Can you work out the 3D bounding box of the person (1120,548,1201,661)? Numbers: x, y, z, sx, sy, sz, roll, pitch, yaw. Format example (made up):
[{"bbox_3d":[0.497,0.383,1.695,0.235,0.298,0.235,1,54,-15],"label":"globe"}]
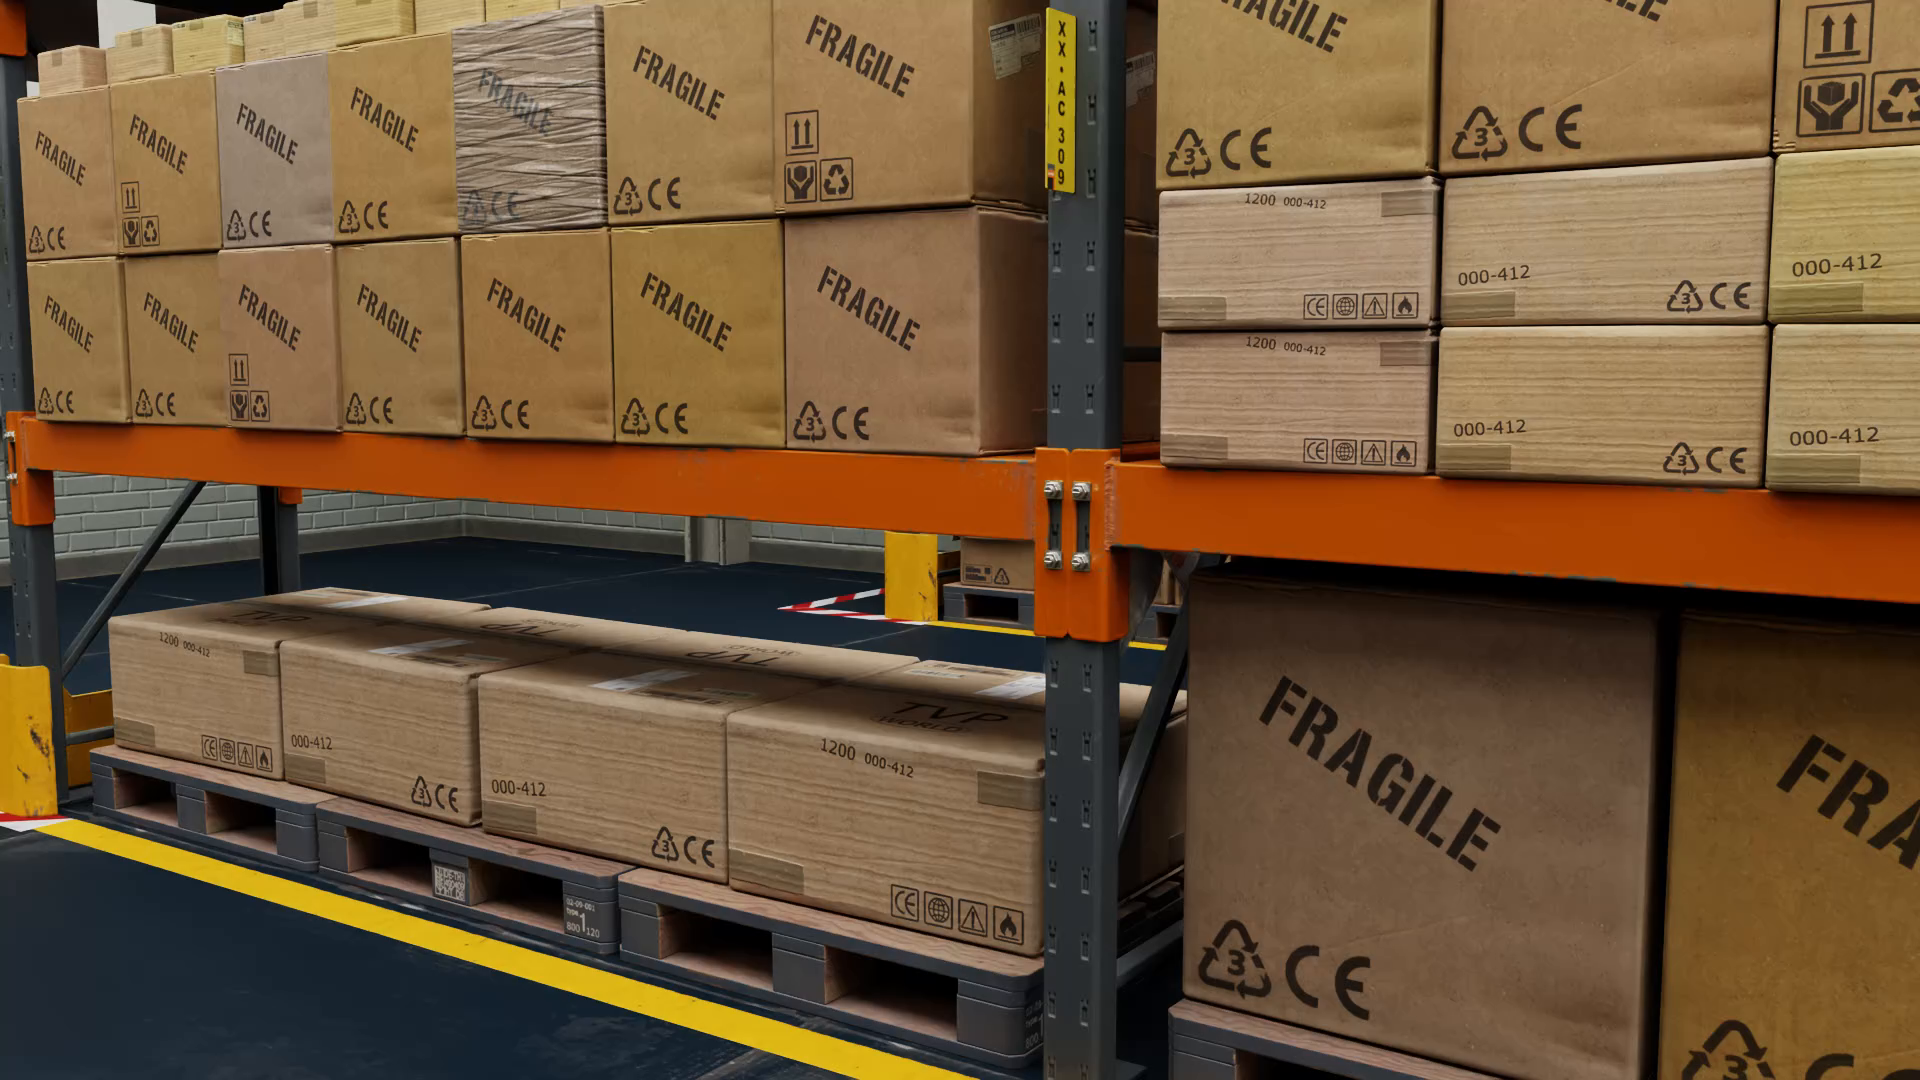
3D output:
[{"bbox_3d":[0.873,-0.118,6.679,0.937,1.726,0.613,-3,7,-27],"label":"person"}]
